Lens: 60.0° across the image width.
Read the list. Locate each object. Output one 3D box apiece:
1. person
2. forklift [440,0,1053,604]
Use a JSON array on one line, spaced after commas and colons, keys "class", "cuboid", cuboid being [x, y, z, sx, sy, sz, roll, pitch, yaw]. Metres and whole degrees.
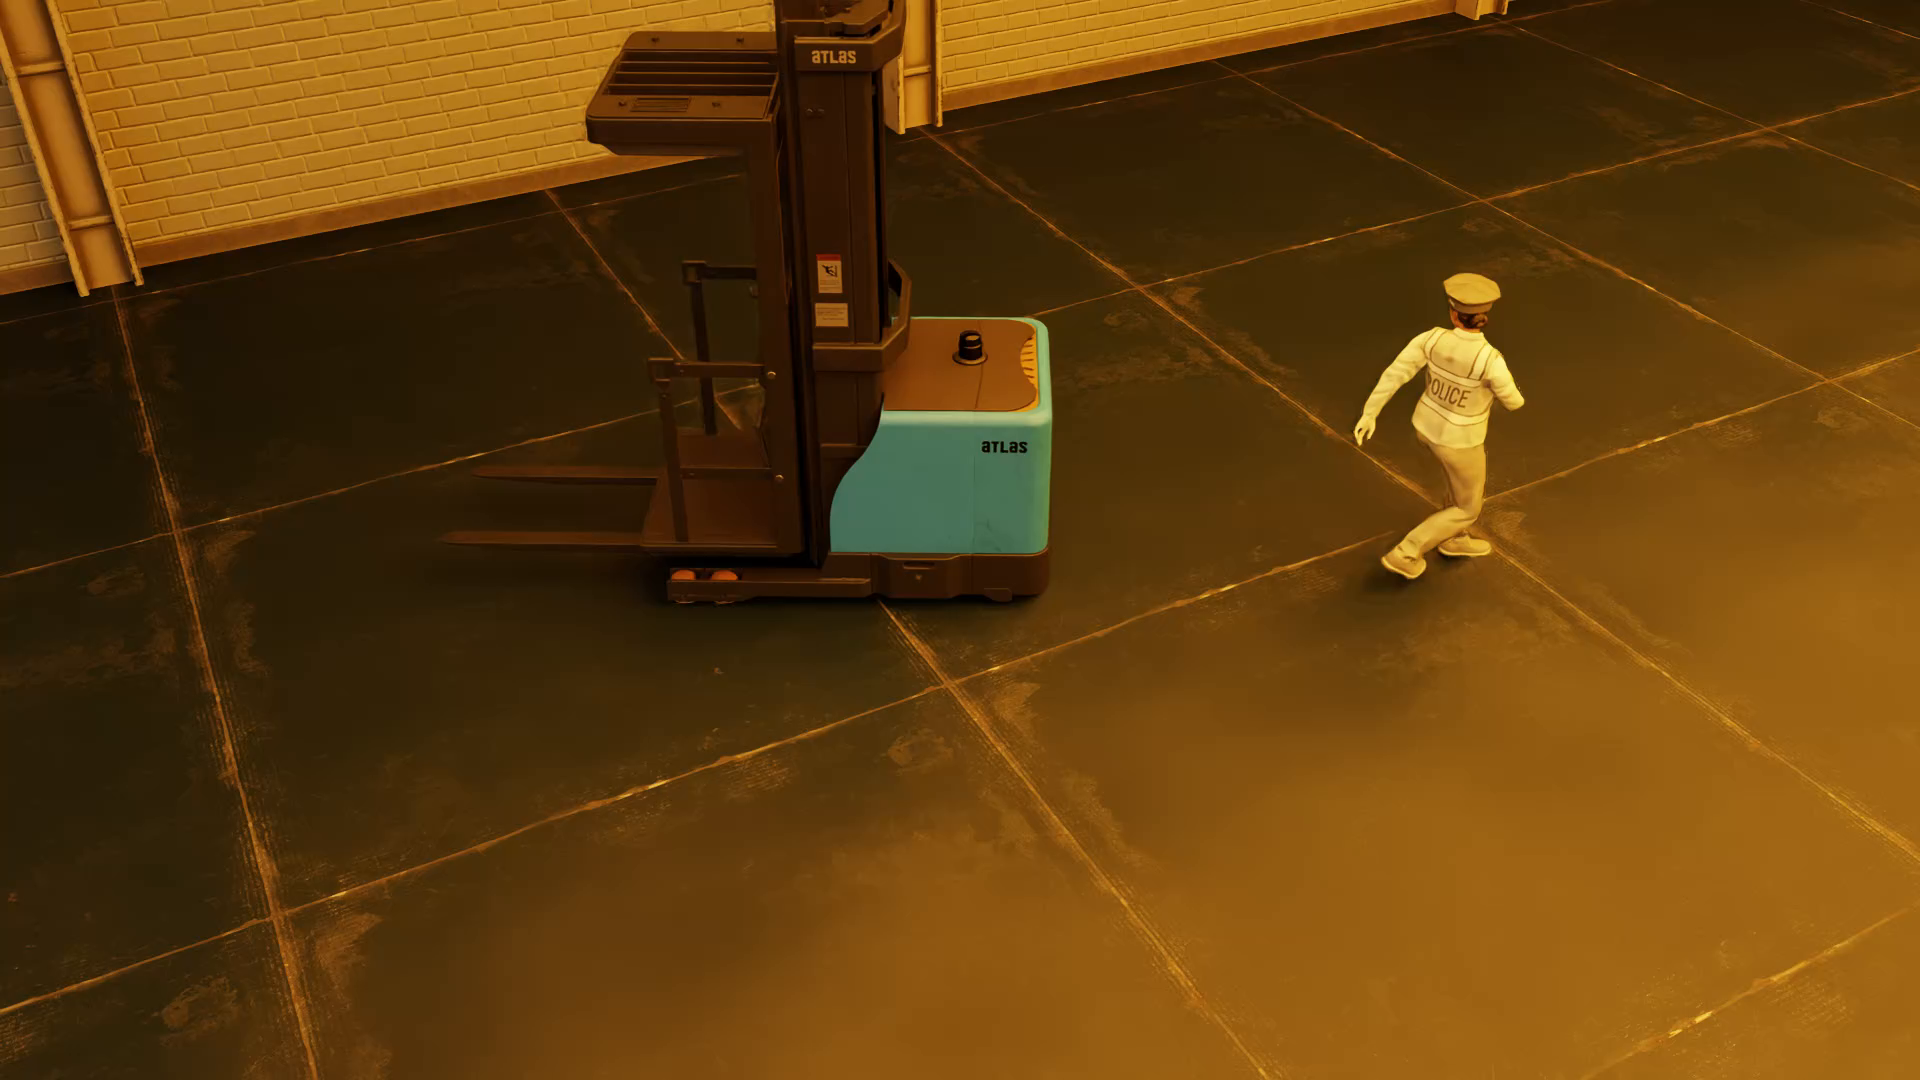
[{"class": "person", "cuboid": [2.364, -0.536, 8.067, 0.776, 1.585, 0.539, -15, 38, -20]}, {"class": "forklift", "cuboid": [-1.067, -1.185, 7.799, 3.031, 2.935, 1.130, 1, 35, 1]}]
